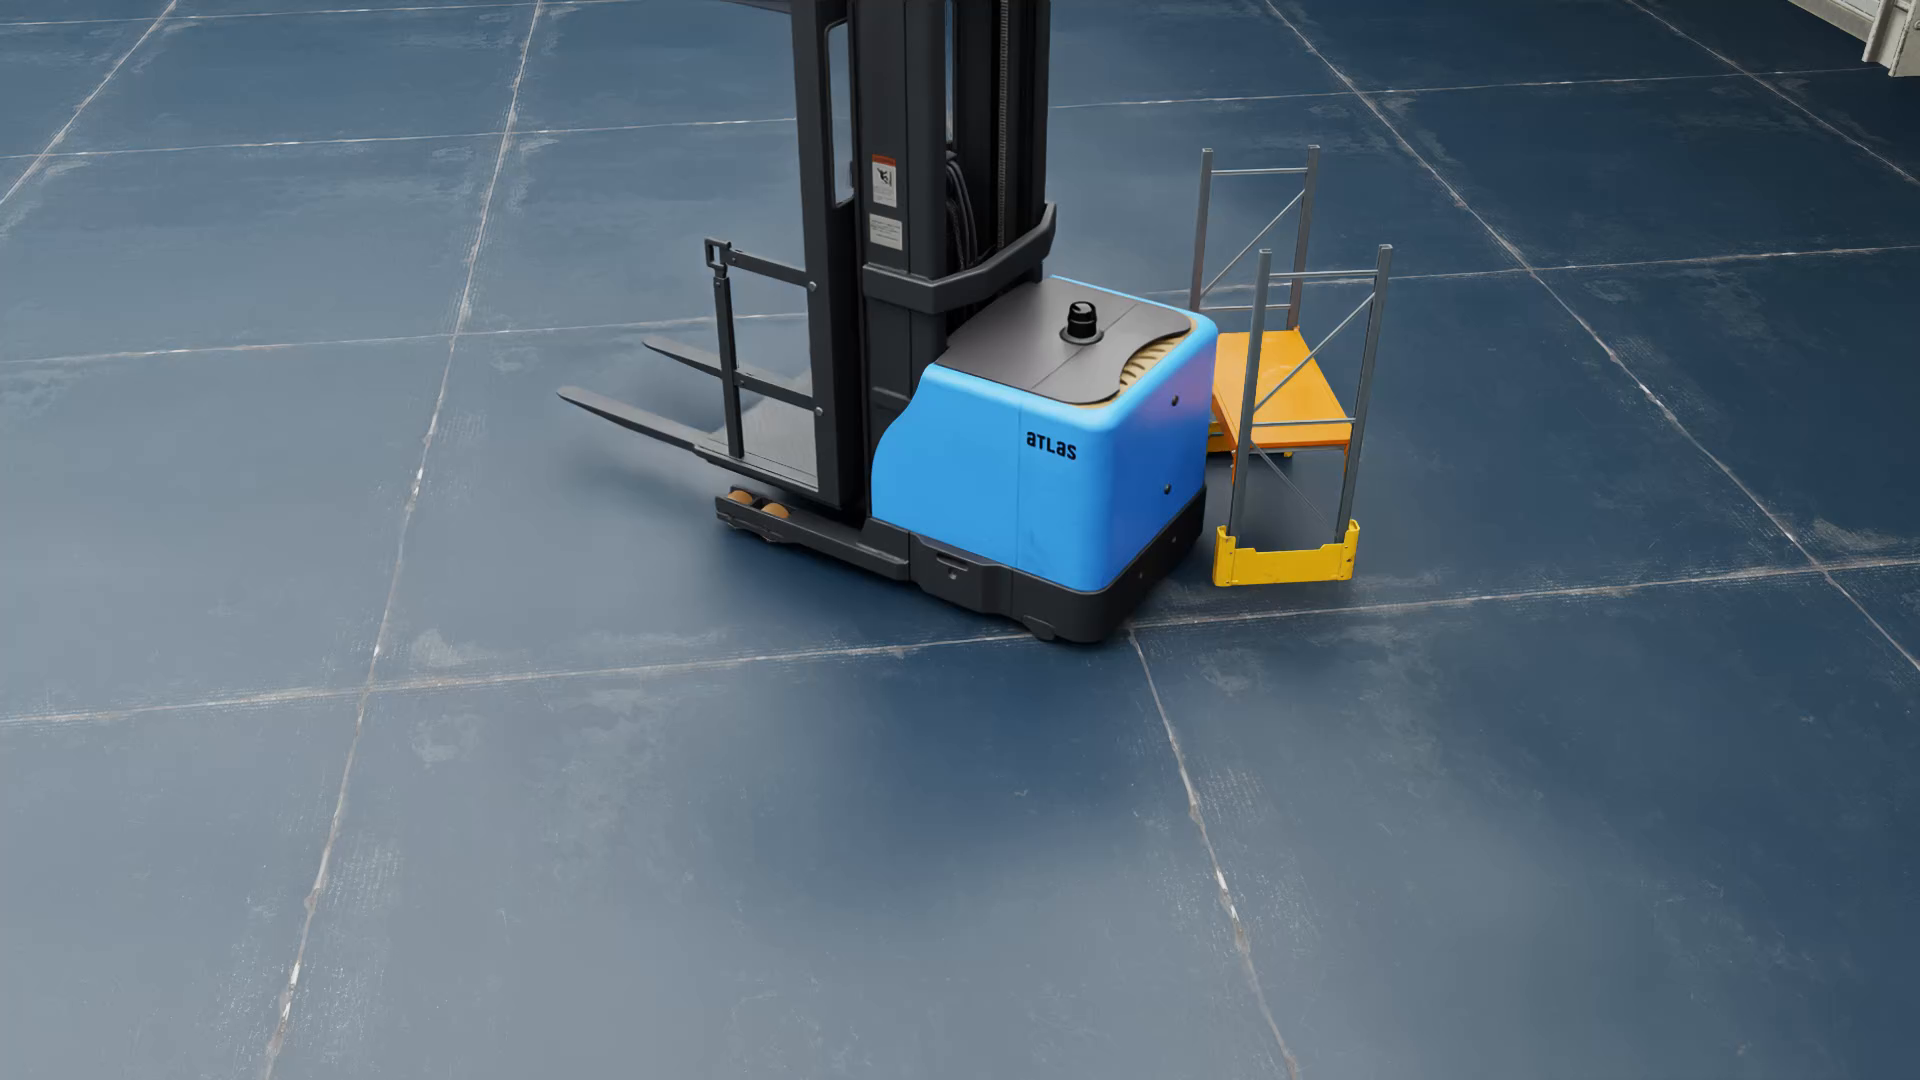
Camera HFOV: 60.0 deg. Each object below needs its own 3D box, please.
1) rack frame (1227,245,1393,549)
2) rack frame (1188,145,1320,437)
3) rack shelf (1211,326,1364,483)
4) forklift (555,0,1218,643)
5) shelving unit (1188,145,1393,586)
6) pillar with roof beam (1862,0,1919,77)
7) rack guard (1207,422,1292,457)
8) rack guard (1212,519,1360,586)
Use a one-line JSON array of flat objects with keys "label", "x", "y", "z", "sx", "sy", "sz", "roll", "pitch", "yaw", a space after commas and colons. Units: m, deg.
[{"label": "rack frame", "x": 1.359, "y": -0.461, "z": 6.595, "sx": 0.500, "sy": 1.500, "sz": 0.032, "roll": -3, "pitch": 34, "yaw": -4}, {"label": "rack frame", "x": 1.269, "y": -1.032, "z": 7.432, "sx": 0.500, "sy": 1.500, "sz": 0.032, "roll": -3, "pitch": 34, "yaw": -4}, {"label": "rack shelf", "x": 1.314, "y": -0.598, "z": 7.115, "sx": 0.538, "sy": 0.185, "sz": 1.000, "roll": -3, "pitch": 34, "yaw": -4}, {"label": "forklift", "x": -0.469, "y": -1.431, "z": 6.747, "sx": 3.031, "sy": 2.935, "sz": 1.130, "roll": 20, "pitch": 39, "yaw": 26}, {"label": "shelving unit", "x": 1.315, "y": -0.742, "z": 7.006, "sx": 0.587, "sy": 1.500, "sz": 1.083, "roll": -3, "pitch": 34, "yaw": -4}, {"label": "pillar with roof beam", "x": 2.736, "y": -6.932, "z": 9.431, "sx": 9.100, "sy": 9.000, "sz": 0.400, "roll": -4, "pitch": 35, "yaw": -6}, {"label": "rack guard", "x": 1.271, "y": -0.504, "z": 7.768, "sx": 0.587, "sy": 0.250, "sz": 0.087, "roll": -3, "pitch": 34, "yaw": -4}, {"label": "rack guard", "x": 1.359, "y": 0.054, "z": 6.948, "sx": 0.587, "sy": 0.250, "sz": 0.087, "roll": -3, "pitch": 34, "yaw": -4}]
